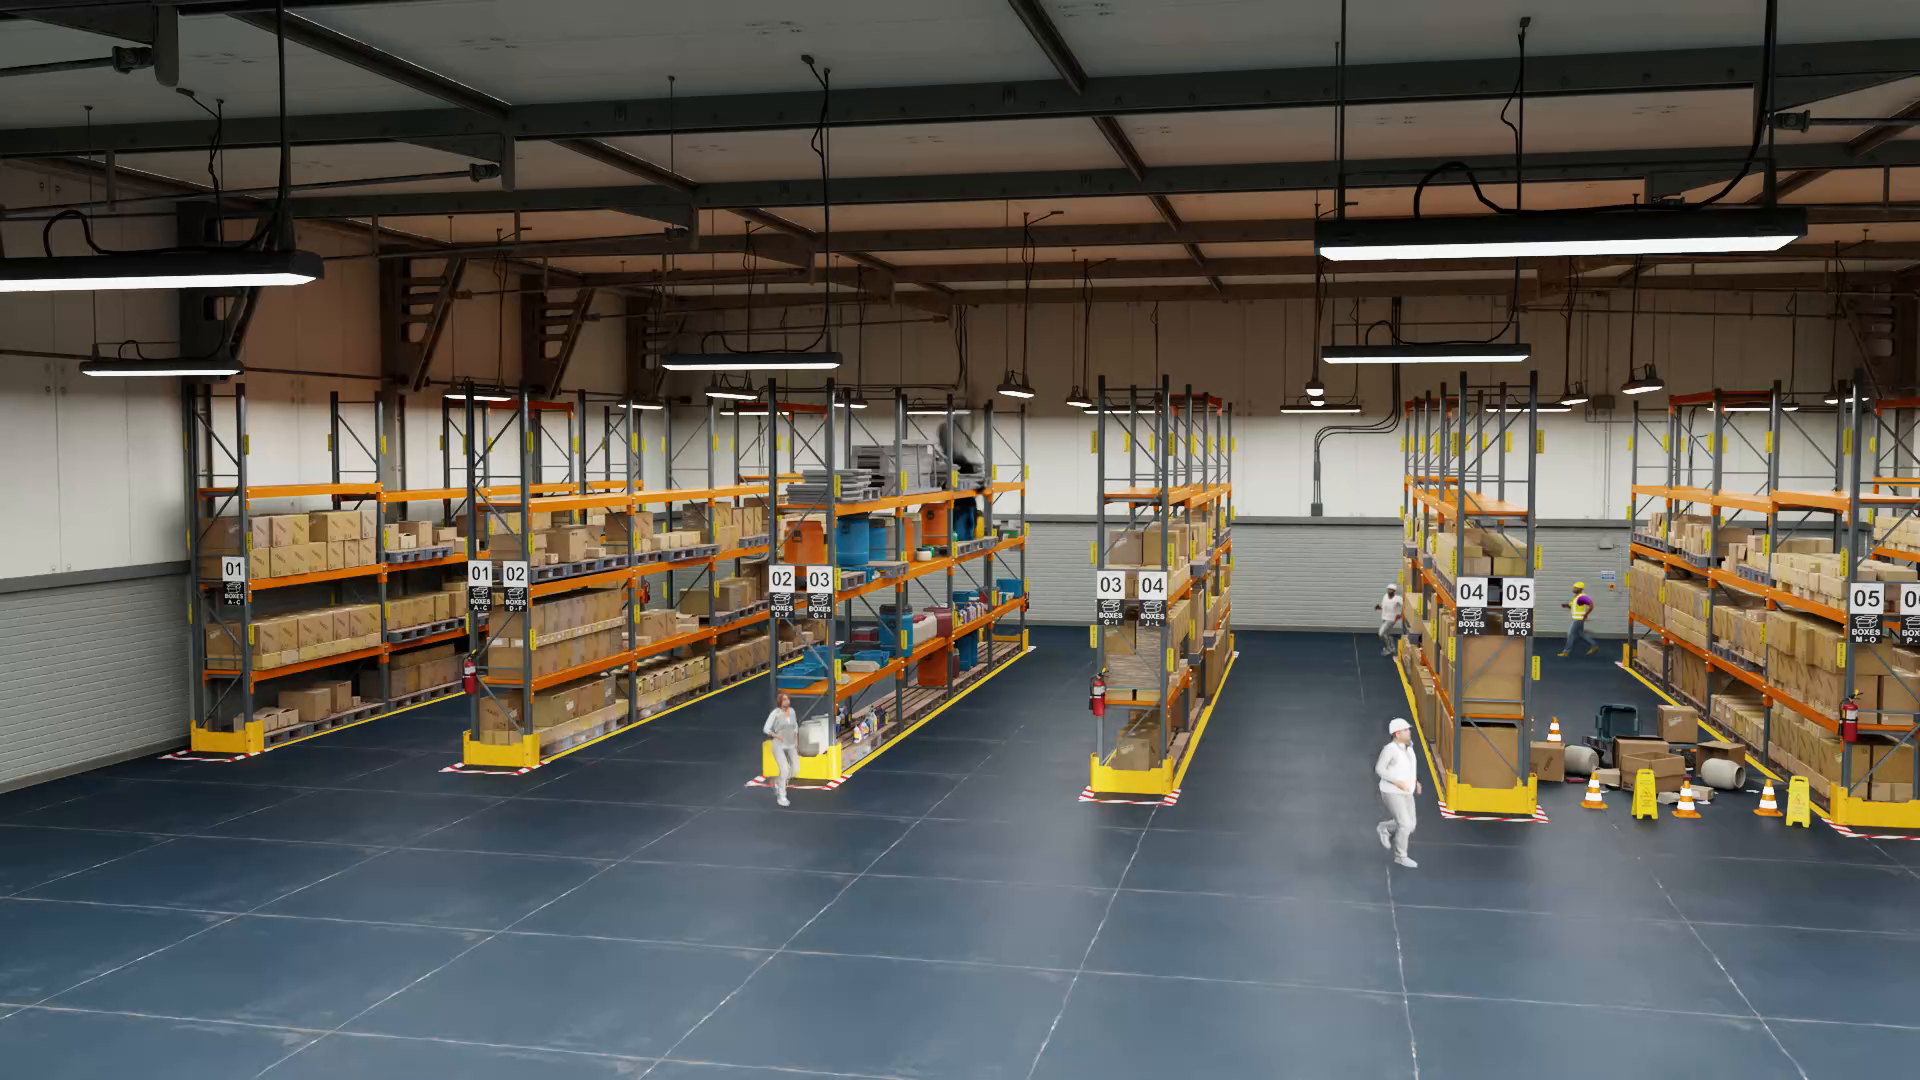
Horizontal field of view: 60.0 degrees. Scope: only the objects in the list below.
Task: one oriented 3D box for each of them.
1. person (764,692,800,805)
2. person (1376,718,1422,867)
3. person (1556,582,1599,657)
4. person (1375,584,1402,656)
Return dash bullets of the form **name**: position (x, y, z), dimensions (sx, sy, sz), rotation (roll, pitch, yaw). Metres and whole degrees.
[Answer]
- **person**: position (-2.455, 2.909, 23.185), dimensions (0.571, 1.574, 0.555), rotation (-2, 4, -34)
- **person**: position (5.211, 3.003, 19.891), dimensions (0.657, 1.751, 0.611), rotation (-3, 4, -41)
- **person**: position (14.514, 1.861, 39.022), dimensions (0.975, 1.758, 0.720), rotation (1, 3, 11)
- **person**: position (10.161, 1.902, 39.318), dimensions (0.671, 1.763, 0.703), rotation (-1, 3, -21)
